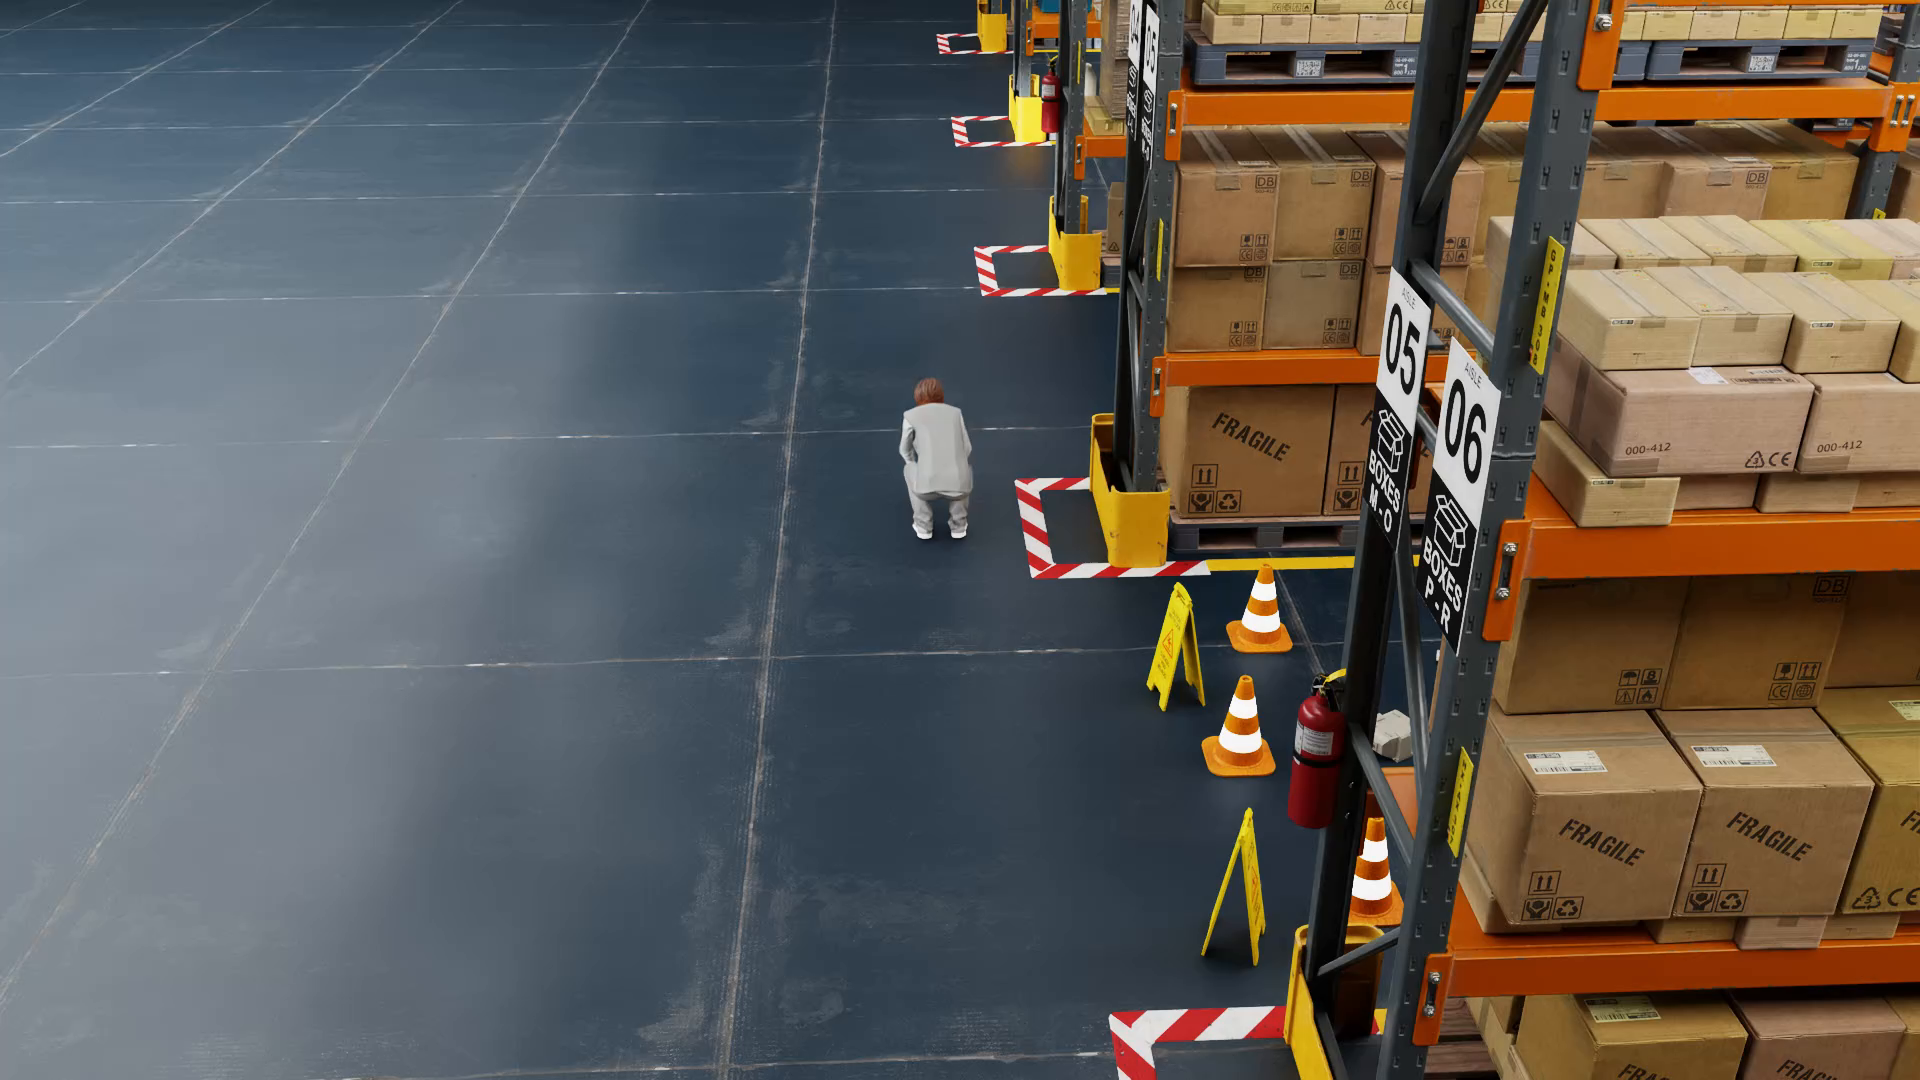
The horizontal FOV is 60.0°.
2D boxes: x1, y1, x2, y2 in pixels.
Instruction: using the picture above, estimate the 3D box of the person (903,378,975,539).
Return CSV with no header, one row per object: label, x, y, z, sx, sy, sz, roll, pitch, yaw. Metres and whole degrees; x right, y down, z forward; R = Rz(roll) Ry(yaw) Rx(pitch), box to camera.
person,-0.125,-0.501,10.348,0.456,0.883,0.803,-1,28,-3
